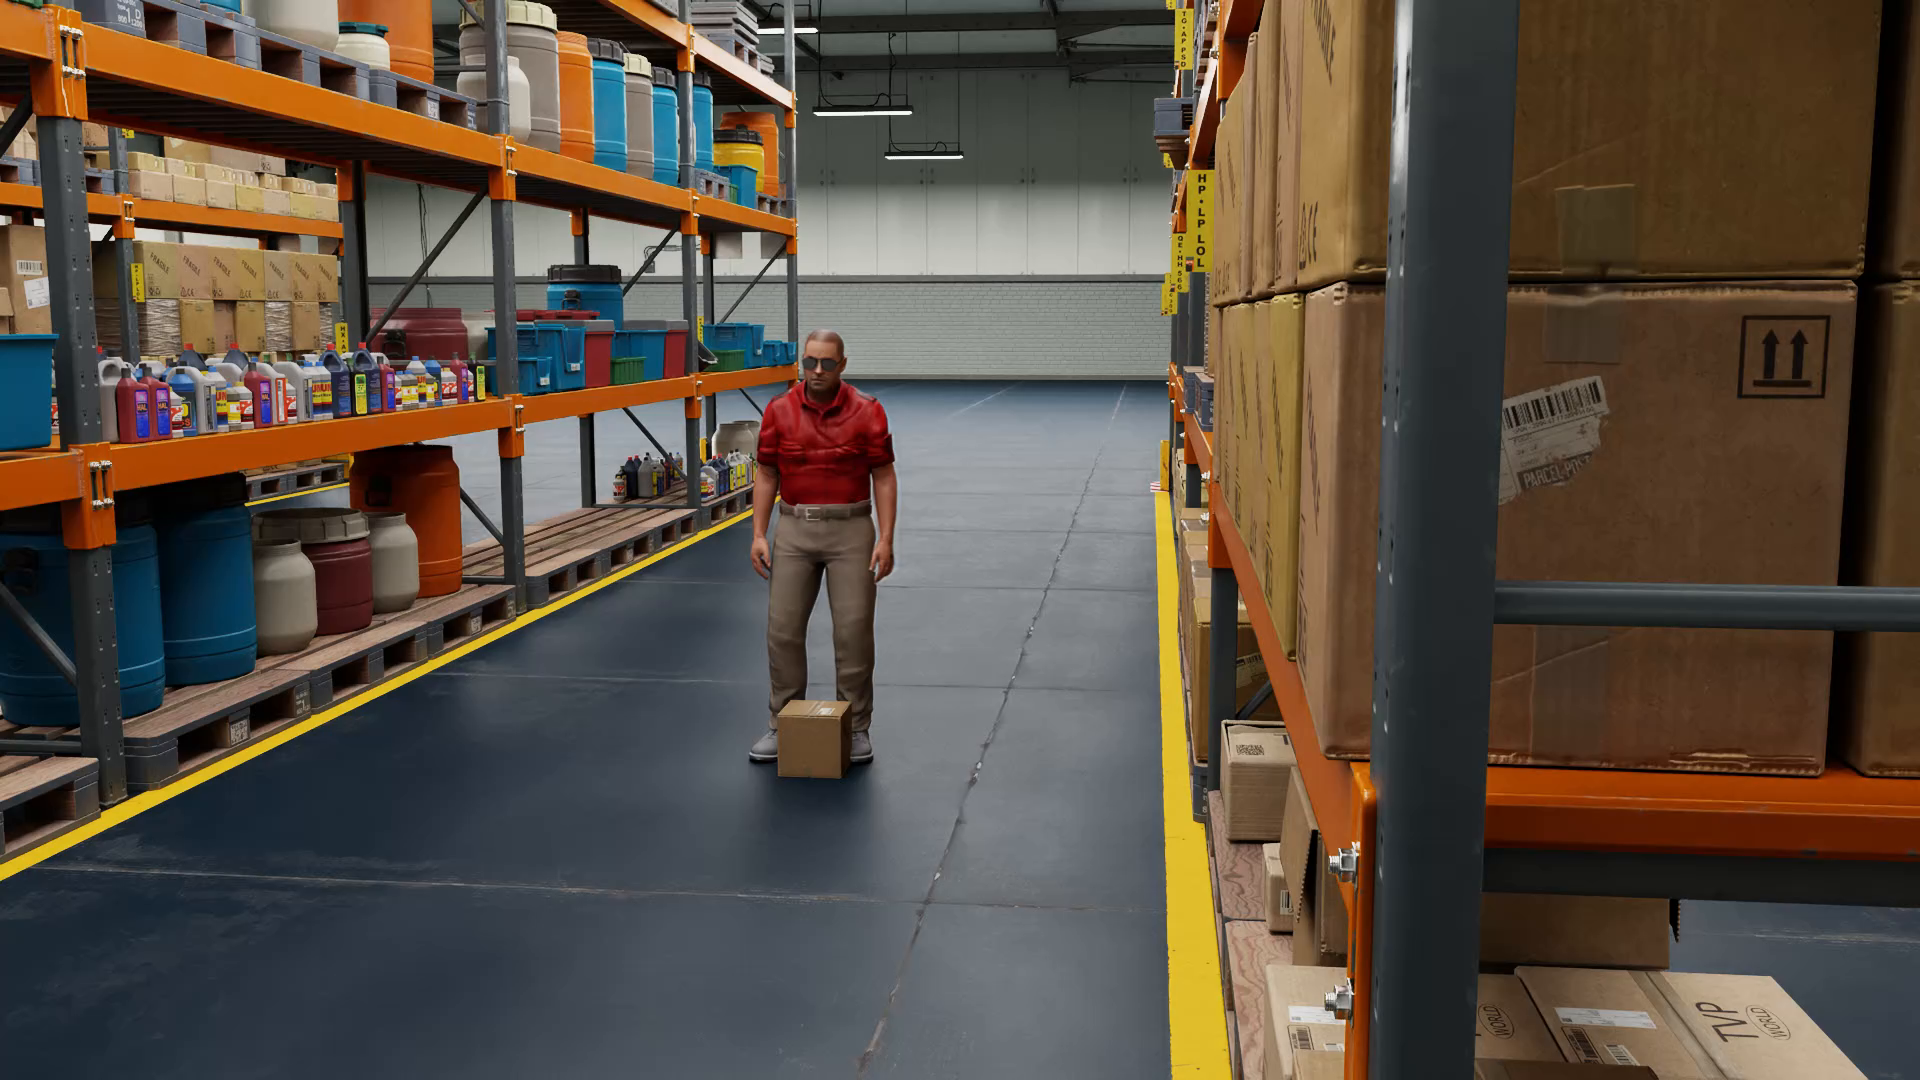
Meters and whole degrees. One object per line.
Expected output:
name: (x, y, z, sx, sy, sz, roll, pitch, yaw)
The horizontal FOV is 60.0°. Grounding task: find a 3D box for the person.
person: (-0.550, 0.018, 6.706, 0.588, 1.726, 0.384, 1, 8, 6)
